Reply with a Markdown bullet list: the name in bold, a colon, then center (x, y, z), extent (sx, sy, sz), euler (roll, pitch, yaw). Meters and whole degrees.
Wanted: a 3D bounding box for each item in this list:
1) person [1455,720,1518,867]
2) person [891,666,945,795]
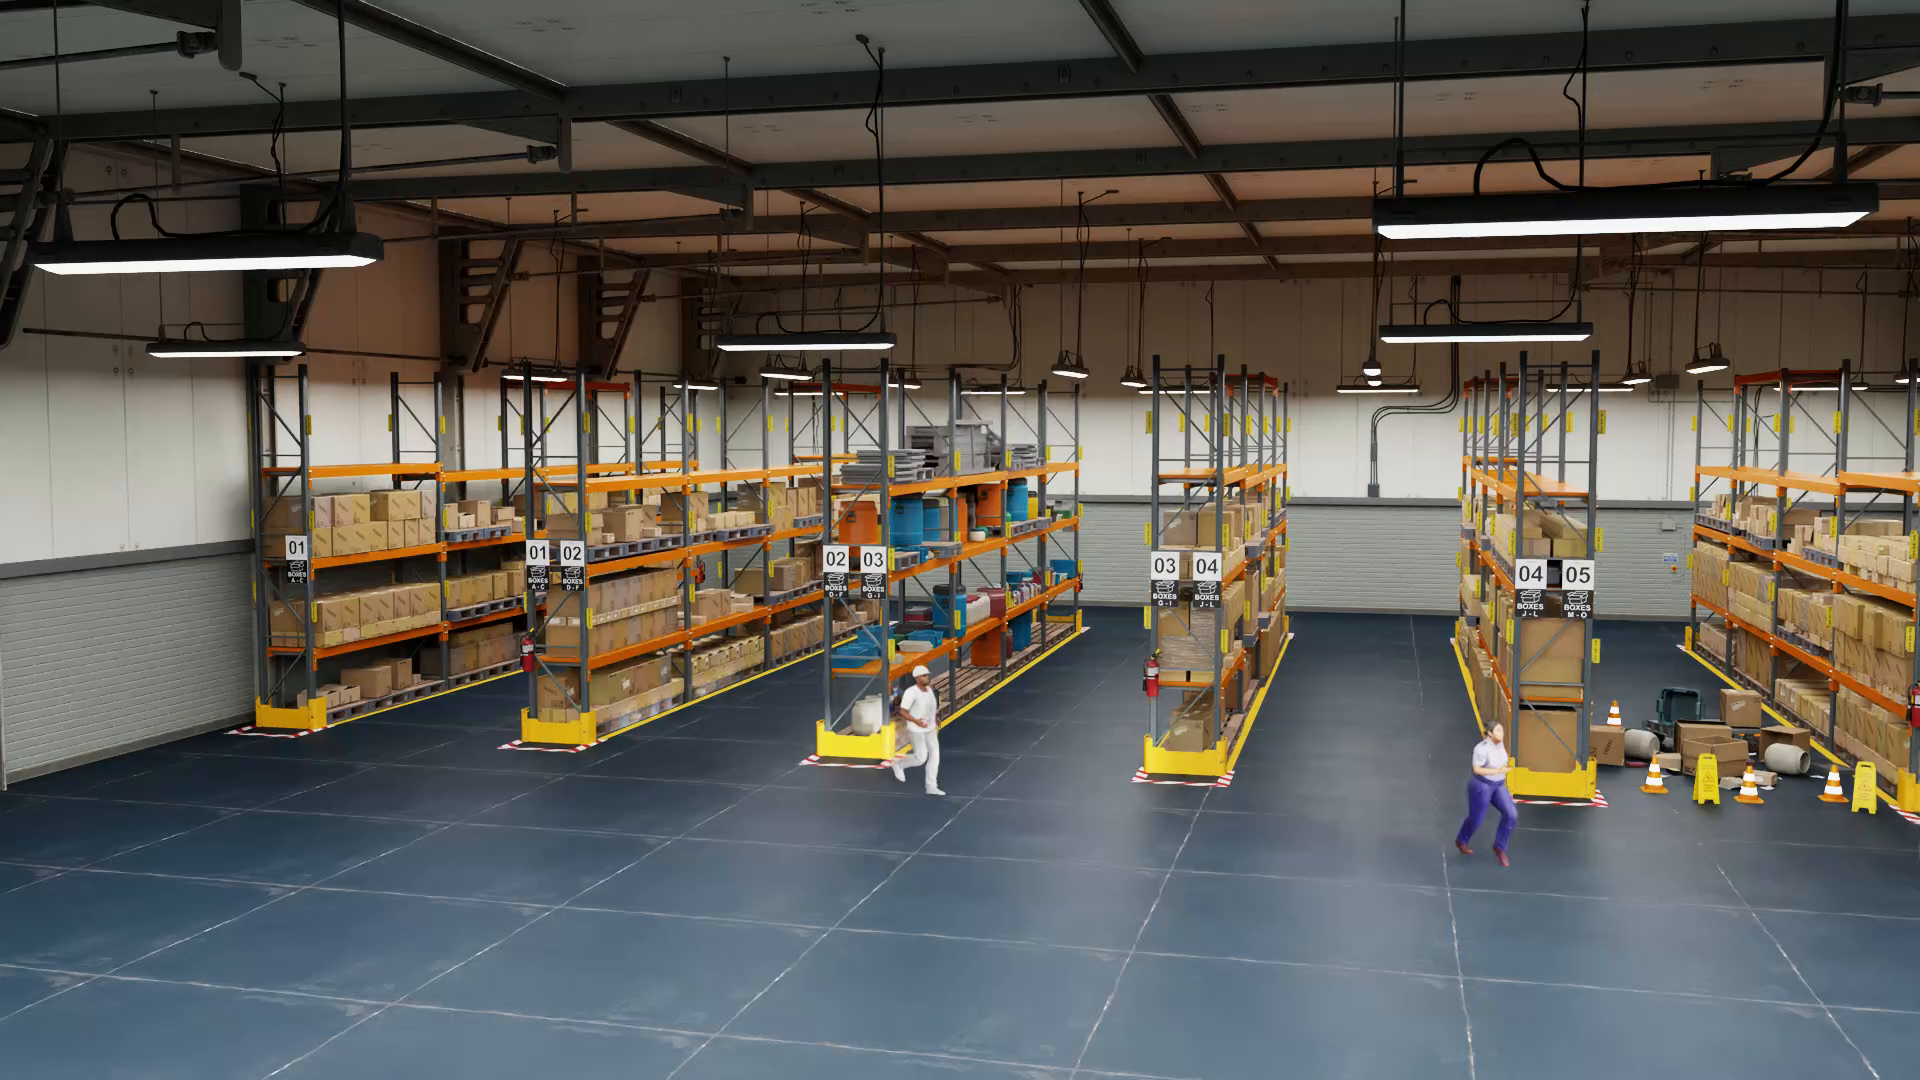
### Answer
- **person**: center (6.022, 2.880, 19.051), extent (0.626, 1.680, 0.823), euler (-2, 5, -32)
- **person**: center (-0.548, 2.579, 22.649), extent (0.870, 1.749, 0.696), euler (3, 5, 39)
